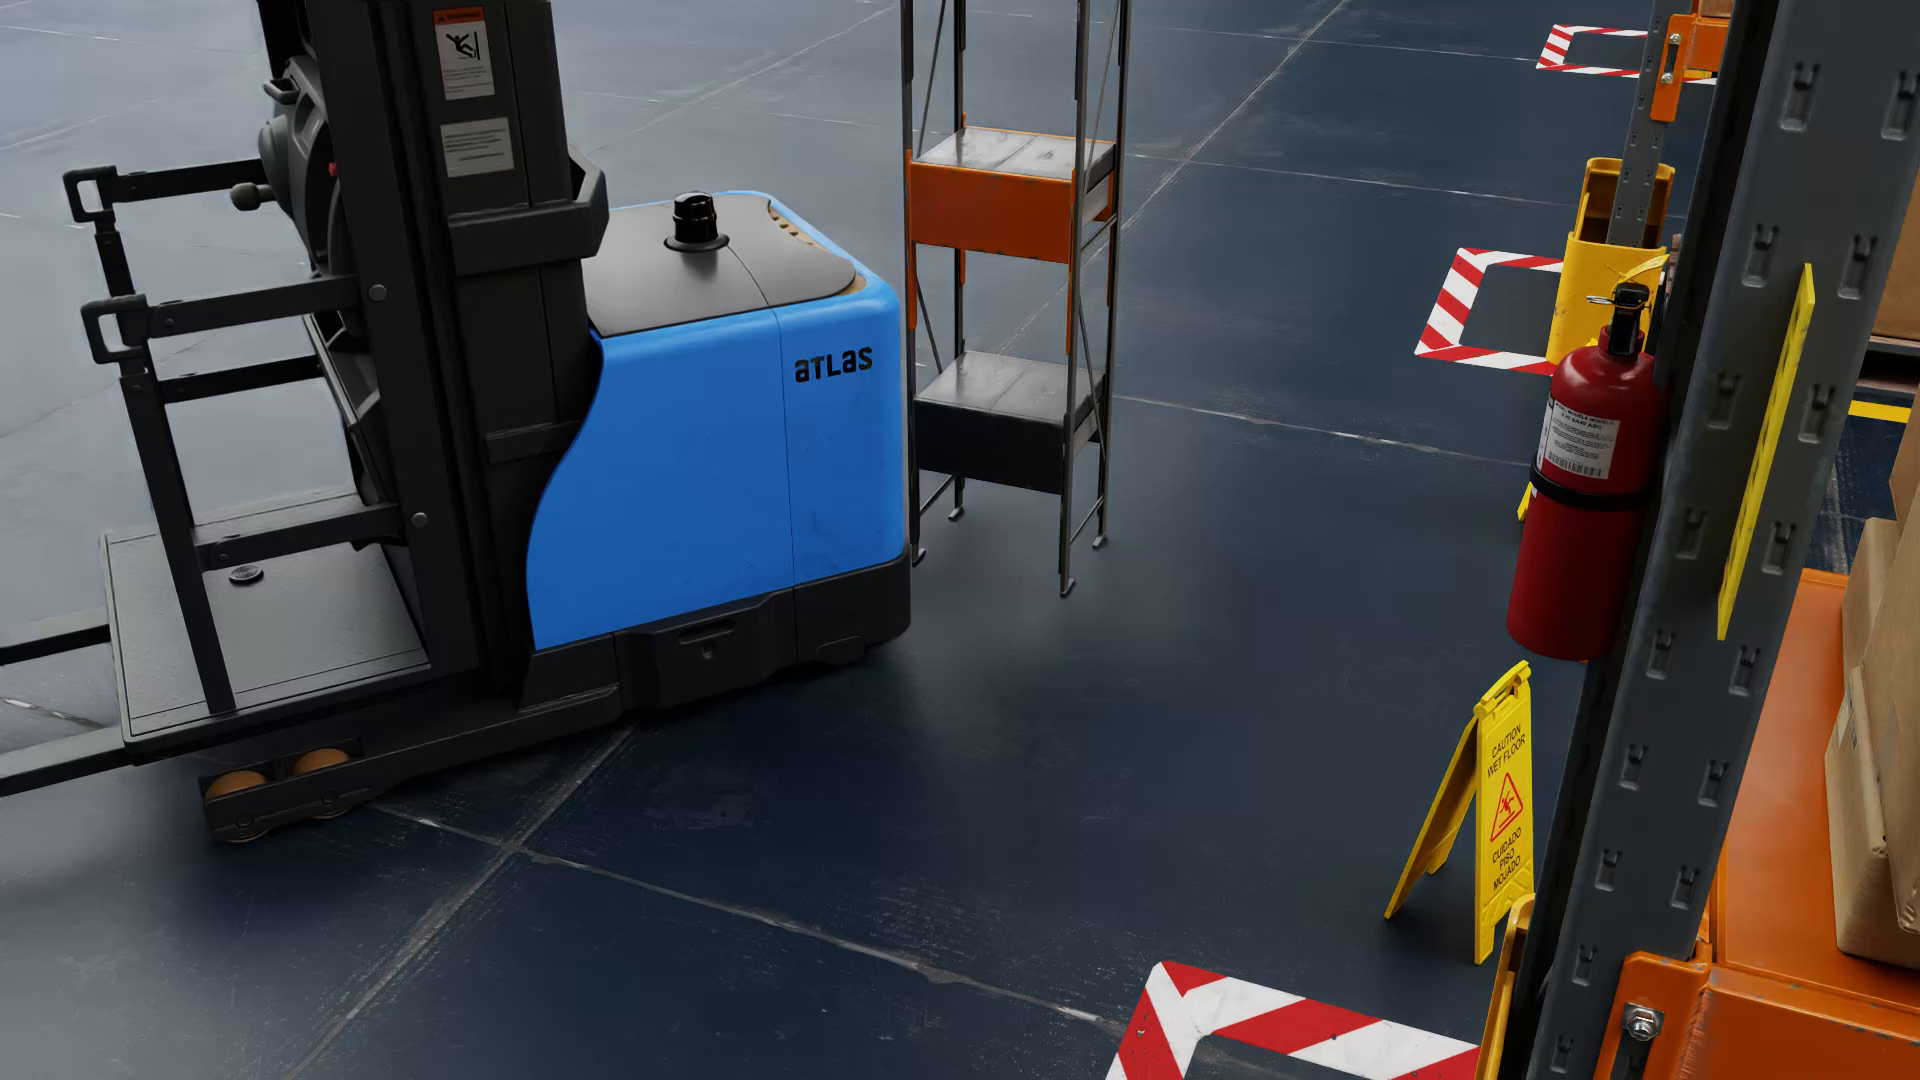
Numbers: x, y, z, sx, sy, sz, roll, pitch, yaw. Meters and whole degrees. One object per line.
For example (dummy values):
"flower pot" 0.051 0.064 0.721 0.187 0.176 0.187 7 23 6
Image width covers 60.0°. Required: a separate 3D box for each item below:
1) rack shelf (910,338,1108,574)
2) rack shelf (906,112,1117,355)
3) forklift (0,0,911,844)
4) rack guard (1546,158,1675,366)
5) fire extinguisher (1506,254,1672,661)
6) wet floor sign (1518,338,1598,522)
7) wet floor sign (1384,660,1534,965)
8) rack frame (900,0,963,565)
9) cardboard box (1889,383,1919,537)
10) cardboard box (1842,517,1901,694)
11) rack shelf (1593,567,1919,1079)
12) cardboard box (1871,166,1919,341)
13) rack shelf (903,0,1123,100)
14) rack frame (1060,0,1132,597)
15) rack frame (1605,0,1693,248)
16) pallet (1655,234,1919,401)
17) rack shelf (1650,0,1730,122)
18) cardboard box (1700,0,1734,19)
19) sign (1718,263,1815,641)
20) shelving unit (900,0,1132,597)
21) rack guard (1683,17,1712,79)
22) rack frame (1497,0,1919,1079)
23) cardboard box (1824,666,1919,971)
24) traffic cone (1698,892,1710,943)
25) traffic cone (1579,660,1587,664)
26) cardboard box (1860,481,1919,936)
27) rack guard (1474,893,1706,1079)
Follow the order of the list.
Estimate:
"rack shelf" 0.153 -0.262 5.030 0.480 0.518 0.431 11 31 19
"rack shelf" 0.153 -0.872 4.686 0.480 0.518 0.431 11 31 19
"forklift" -1.690 -0.852 3.778 3.031 2.935 1.130 -14 32 -23
"rack guard" 2.649 -1.135 6.750 0.348 0.500 1.175 11 31 19
"fire extinguisher" 0.971 -0.141 2.529 0.183 0.674 0.296 11 31 19
"wet floor sign" 1.900 -0.296 5.118 0.232 0.644 0.267 6 30 11
"wet floor sign" 1.130 0.559 3.605 0.232 0.644 0.267 24 37 36
"rack frame" -0.073 -0.929 4.759 0.015 2.100 0.400 11 31 19
"cardboard box" 1.510 -0.141 2.047 0.500 0.500 0.500 11 31 18
"cardboard box" 1.331 0.138 2.213 0.250 0.149 0.380 12 32 21
"rack shelf" 2.757 0.740 1.623 4.000 0.370 1.077 11 31 19
"cardboard box" 3.325 -1.381 6.378 0.875 0.875 0.875 11 31 19
"rack shelf" 0.153 -1.481 4.341 0.480 0.518 0.431 11 31 19
"rack frame" 0.379 -0.838 4.599 0.015 2.100 0.400 11 31 19
"rack frame" 2.671 -2.219 6.127 0.127 3.000 1.000 11 31 19
"pallet" 3.442 -0.892 6.614 1.213 0.211 1.003 11 31 19
"rack shelf" 4.525 -1.535 5.649 4.000 0.370 1.077 11 31 19
"cardboard box" 3.032 -2.236 6.005 0.550 0.550 0.875 11 31 19
"sign" 0.700 -0.072 1.450 0.005 0.325 0.100 11 31 19
"shelving unit" 0.153 -0.883 4.679 0.503 2.100 0.431 11 31 19
"rack guard" 4.700 -3.359 10.685 0.348 0.500 1.175 11 31 19
"rack frame" 0.903 0.059 2.098 0.053 2.616 0.949 11 31 19
"cardboard box" 1.141 0.324 1.884 0.250 0.149 0.380 11 31 19
"traffic cone" 1.787 0.653 3.625 0.334 0.463 0.336 11 31 19
"traffic cone" 1.890 0.084 4.631 0.334 0.463 0.336 11 31 19
"cardboard box" 1.239 0.098 1.624 0.500 0.500 0.500 11 31 18
"rack guard" 0.974 1.159 2.691 0.348 0.500 1.175 11 31 19
